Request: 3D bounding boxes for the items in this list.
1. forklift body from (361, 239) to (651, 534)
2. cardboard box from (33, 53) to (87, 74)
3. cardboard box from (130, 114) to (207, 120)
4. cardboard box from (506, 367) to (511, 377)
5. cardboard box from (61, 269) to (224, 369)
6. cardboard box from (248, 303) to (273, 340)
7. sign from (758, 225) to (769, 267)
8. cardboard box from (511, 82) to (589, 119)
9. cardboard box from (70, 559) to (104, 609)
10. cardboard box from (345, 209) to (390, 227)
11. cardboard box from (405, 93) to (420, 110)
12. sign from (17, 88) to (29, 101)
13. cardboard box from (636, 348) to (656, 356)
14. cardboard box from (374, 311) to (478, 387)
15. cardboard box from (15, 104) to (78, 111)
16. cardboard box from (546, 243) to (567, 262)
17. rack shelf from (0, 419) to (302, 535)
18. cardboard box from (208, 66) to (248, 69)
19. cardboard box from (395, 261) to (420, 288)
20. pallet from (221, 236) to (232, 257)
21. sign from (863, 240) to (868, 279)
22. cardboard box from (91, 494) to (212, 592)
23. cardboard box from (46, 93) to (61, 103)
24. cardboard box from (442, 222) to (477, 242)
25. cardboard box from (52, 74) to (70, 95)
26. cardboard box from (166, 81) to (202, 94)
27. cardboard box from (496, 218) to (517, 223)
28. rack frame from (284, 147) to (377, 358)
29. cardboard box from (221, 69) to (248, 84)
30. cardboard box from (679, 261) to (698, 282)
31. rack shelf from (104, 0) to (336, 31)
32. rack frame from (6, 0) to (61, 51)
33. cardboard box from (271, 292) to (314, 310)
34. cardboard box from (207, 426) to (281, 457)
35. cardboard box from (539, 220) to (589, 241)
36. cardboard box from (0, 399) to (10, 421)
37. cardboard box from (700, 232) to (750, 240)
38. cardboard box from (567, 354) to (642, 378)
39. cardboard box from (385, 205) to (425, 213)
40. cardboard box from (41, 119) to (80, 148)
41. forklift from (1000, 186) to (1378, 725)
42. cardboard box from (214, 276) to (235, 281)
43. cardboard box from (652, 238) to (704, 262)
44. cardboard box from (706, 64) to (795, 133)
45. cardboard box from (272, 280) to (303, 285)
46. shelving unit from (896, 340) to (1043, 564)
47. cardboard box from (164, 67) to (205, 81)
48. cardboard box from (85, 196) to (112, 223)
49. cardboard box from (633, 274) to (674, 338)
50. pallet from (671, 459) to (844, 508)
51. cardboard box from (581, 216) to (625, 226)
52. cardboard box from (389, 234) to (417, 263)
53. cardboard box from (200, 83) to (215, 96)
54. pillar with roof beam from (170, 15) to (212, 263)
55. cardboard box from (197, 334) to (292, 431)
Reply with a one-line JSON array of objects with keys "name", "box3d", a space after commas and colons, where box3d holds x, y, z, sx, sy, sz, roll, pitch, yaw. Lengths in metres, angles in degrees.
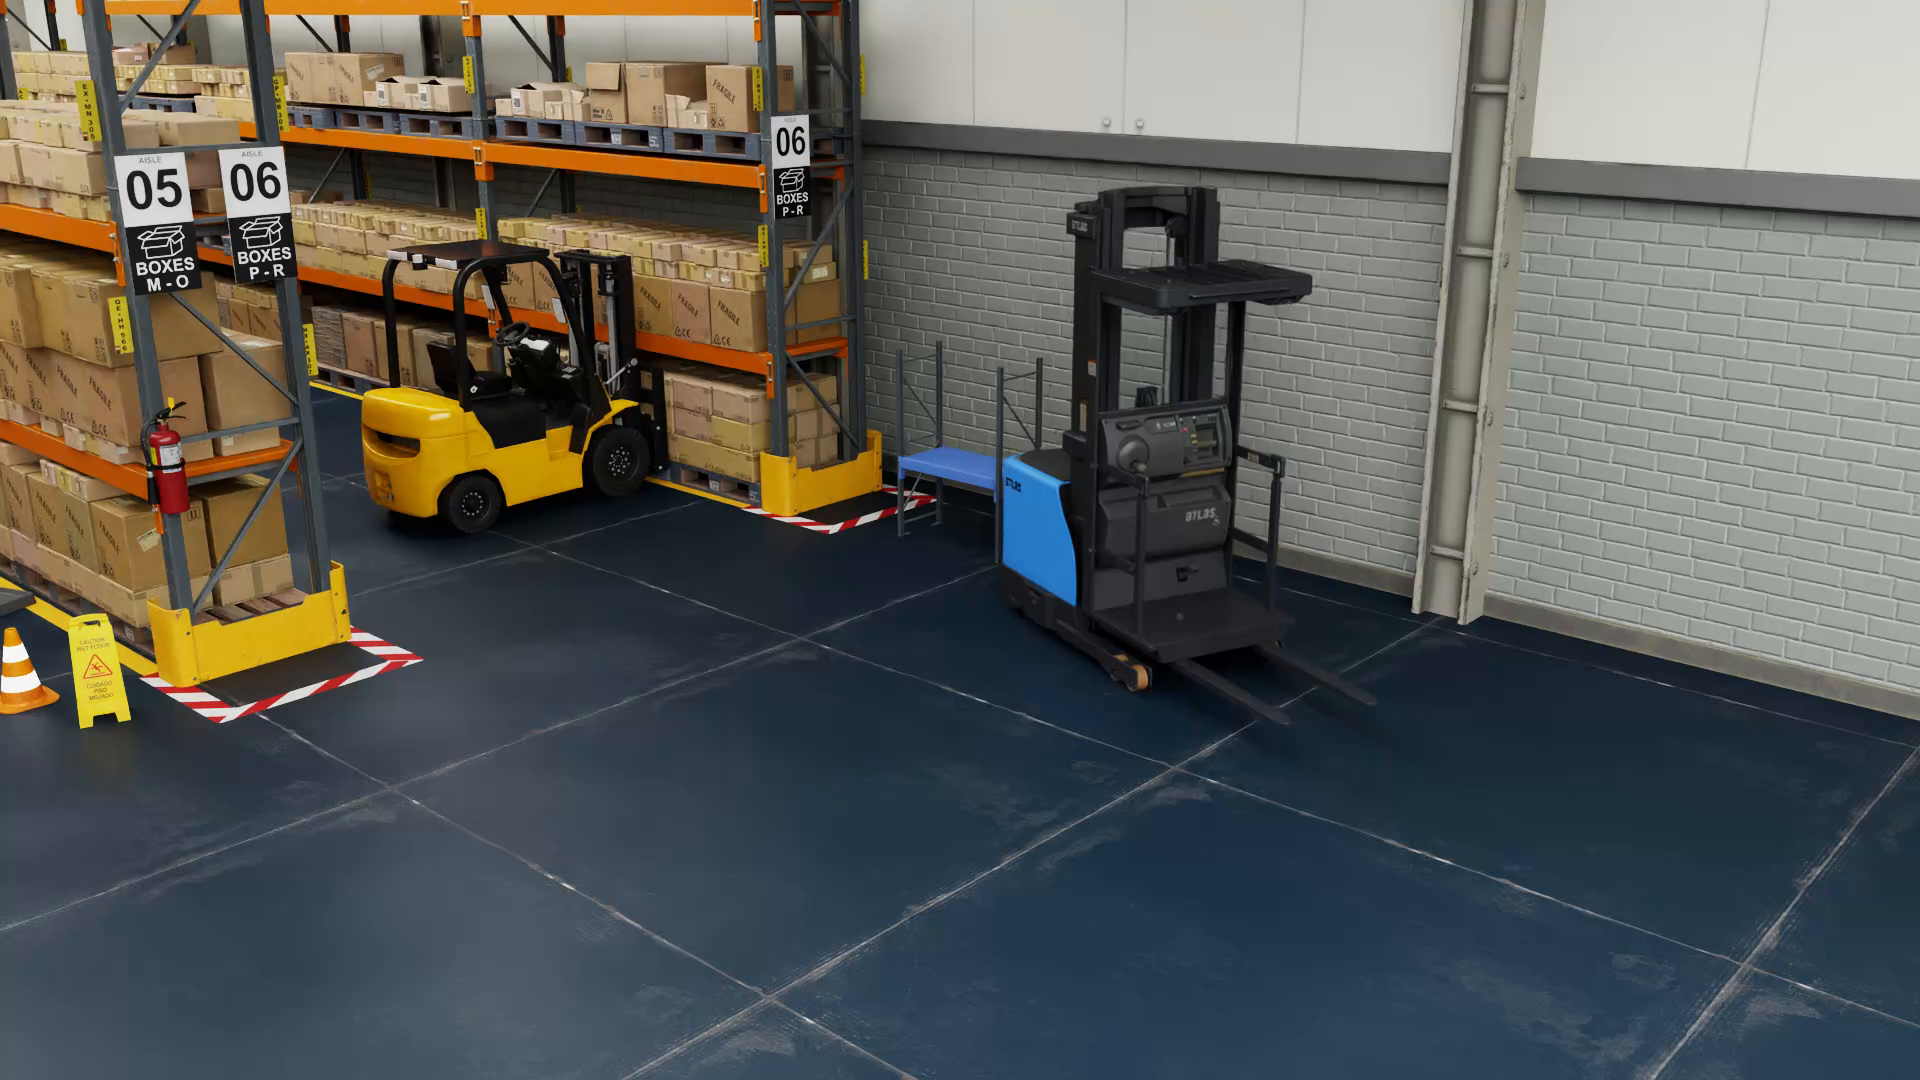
[{"name": "forklift body", "box3d": [-3.815, -1.350, 13.810, 1.214, 2.155, 2.313, 15, 23, 39]}, {"name": "cardboard box", "box3d": [-11.847, -6.288, 21.936, 0.500, 0.250, 0.500, 16, 24, 41]}, {"name": "cardboard box", "box3d": [-4.953, -2.582, 10.426, 0.250, 0.149, 0.380, 15, 23, 39]}, {"name": "cardboard box", "box3d": [-4.021, -1.551, 16.064, 0.500, 0.250, 0.500, 15, 23, 39]}, {"name": "cardboard box", "box3d": [-5.005, -1.382, 10.198, 0.500, 0.500, 0.700, 14, 23, 38]}, {"name": "cardboard box", "box3d": [-7.996, -2.541, 19.597, 0.500, 0.500, 0.500, 15, 23, 38]}, {"name": "sign", "box3d": [-1.556, -2.332, 13.194, 0.005, 0.325, 0.100, 15, 23, 39]}, {"name": "cardboard box", "box3d": [-3.717, -4.003, 15.095, 0.500, 0.311, 0.500, 16, 23, 40]}, {"name": "cardboard box", "box3d": [-5.643, 0.240, 11.247, 0.500, 0.250, 0.500, 15, 23, 39]}, {"name": "cardboard box", "box3d": [-6.305, -3.427, 17.713, 0.250, 0.149, 0.380, 15, 23, 40]}, {"name": "cardboard box", "box3d": [-5.202, -4.300, 16.298, 0.250, 0.149, 0.380, 15, 23, 39]}, {"name": "sign", "box3d": [-7.115, -3.267, 12.632, 0.005, 0.325, 0.100, 15, 23, 39]}, {"name": "cardboard box", "box3d": [-2.923, -1.698, 15.702, 0.500, 0.250, 0.500, 15, 23, 40]}, {"name": "cardboard box", "box3d": [-5.714, -2.068, 17.902, 0.625, 0.625, 0.875, 14, 22, 37]}, {"name": "cardboard box", "box3d": [-6.298, -2.936, 11.543, 0.250, 0.149, 0.380, 14, 23, 38]}, {"name": "cardboard box", "box3d": [-3.570, -2.659, 15.295, 0.250, 0.149, 0.380, 16, 23, 40]}, {"name": "rack shelf", "box3d": [-5.973, -0.722, 11.616, 4.000, 0.370, 1.077, 15, 23, 39]}, {"name": "cardboard box", "box3d": [-8.689, -5.558, 19.773, 0.250, 0.149, 0.380, 16, 23, 41]}, {"name": "cardboard box", "box3d": [-5.459, -2.767, 17.119, 0.500, 0.250, 0.500, 15, 23, 40]}, {"name": "pallet", "box3d": [-7.723, -3.422, 19.252, 1.003, 0.211, 1.213, 15, 23, 39]}, {"name": "sign", "box3d": [-0.813, -2.362, 14.032, 0.005, 0.325, 0.100, 15, 23, 39]}, {"name": "cardboard box", "box3d": [-5.250, -0.012, 10.802, 0.500, 0.500, 0.500, 15, 23, 40]}, {"name": "cardboard box", "box3d": [-11.797, -5.814, 21.929, 0.250, 0.149, 0.380, 16, 23, 40]}, {"name": "cardboard box", "box3d": [-4.933, -3.074, 16.601, 0.250, 0.149, 0.380, 15, 23, 39]}, {"name": "cardboard box", "box3d": [-11.459, -5.944, 21.679, 0.500, 0.250, 0.500, 16, 23, 40]}, {"name": "cardboard box", "box3d": [-9.035, -5.301, 19.454, 0.250, 0.149, 0.380, 16, 23, 40]}, {"name": "cardboard box", "box3d": [-4.650, -3.182, 16.941, 0.250, 0.149, 0.380, 15, 23, 39]}, {"name": "rack frame", "box3d": [-7.169, -3.393, 18.844, 0.127, 3.000, 1.000, 15, 23, 39]}, {"name": "cardboard box", "box3d": [-8.144, -5.264, 18.879, 0.250, 0.149, 0.380, 15, 23, 38]}, {"name": "cardboard box", "box3d": [-2.173, -2.313, 14.203, 0.250, 0.149, 0.380, 15, 23, 39]}, {"name": "rack shelf", "box3d": [-8.665, -6.121, 19.371, 4.000, 0.370, 1.077, 15, 23, 39]}, {"name": "rack frame", "box3d": [-13.153, -7.859, 22.998, 0.127, 3.000, 1.000, 15, 23, 39]}, {"name": "cardboard box", "box3d": [-7.707, -2.753, 19.193, 0.250, 0.149, 0.380, 14, 22, 37]}, {"name": "cardboard box", "box3d": [-4.594, -0.658, 10.642, 0.250, 0.149, 0.380, 15, 23, 39]}, {"name": "cardboard box", "box3d": [-3.684, -2.876, 15.486, 0.250, 0.149, 0.380, 14, 23, 38]}, {"name": "cardboard box", "box3d": [-6.496, -0.952, 11.567, 0.250, 0.149, 0.380, 15, 23, 40]}, {"name": "cardboard box", "box3d": [-2.064, -2.611, 14.652, 0.250, 0.149, 0.380, 16, 24, 41]}, {"name": "cardboard box", "box3d": [-3.268, -1.586, 15.348, 0.500, 0.250, 0.500, 16, 24, 41]}, {"name": "cardboard box", "box3d": [-5.995, -3.534, 18.050, 0.250, 0.149, 0.380, 15, 23, 39]}, {"name": "cardboard box", "box3d": [-5.297, -2.462, 10.048, 0.250, 0.149, 0.380, 15, 23, 39]}, {"name": "forklift", "box3d": [1.398, -0.621, 10.223, 1.130, 2.935, 3.031, -9, 20, -26]}, {"name": "cardboard box", "box3d": [-9.051, -3.134, 20.393, 0.250, 0.149, 0.380, 16, 24, 41]}, {"name": "cardboard box", "box3d": [-2.418, -2.493, 14.277, 0.250, 0.149, 0.380, 16, 23, 41]}, {"name": "cardboard box", "box3d": [-1.679, -3.546, 13.342, 0.500, 0.500, 0.500, 16, 24, 41]}, {"name": "cardboard box", "box3d": [-8.142, -3.094, 20.269, 0.250, 0.149, 0.380, 14, 23, 38]}, {"name": "shelving unit", "box3d": [0.064, -0.698, 12.831, 1.048, 1.500, 0.538, 15, 23, 39]}, {"name": "cardboard box", "box3d": [-9.038, -5.441, 19.402, 0.250, 0.149, 0.380, 15, 23, 40]}, {"name": "cardboard box", "box3d": [-4.930, -1.981, 9.853, 0.250, 0.149, 0.380, 15, 23, 39]}, {"name": "cardboard box", "box3d": [-2.493, -2.083, 14.551, 0.500, 0.500, 0.500, 14, 23, 38]}, {"name": "pallet", "box3d": [-1.785, -0.602, 14.659, 1.213, 0.211, 1.003, 15, 23, 39]}, {"name": "cardboard box", "box3d": [-3.371, -2.983, 15.823, 0.250, 0.149, 0.380, 15, 23, 39]}, {"name": "cardboard box", "box3d": [-5.482, -3.003, 17.037, 0.500, 0.250, 0.500, 16, 23, 40]}, {"name": "cardboard box", "box3d": [-8.539, -5.222, 19.238, 0.250, 0.149, 0.380, 16, 24, 41]}, {"name": "pillar with roof beam", "box3d": [-12.941, -6.425, 18.482, 0.400, 9.000, 9.100, 15, 23, 39]}, {"name": "cardboard box", "box3d": [-4.648, -1.010, 10.679, 0.500, 0.500, 0.500, 15, 23, 38]}]
